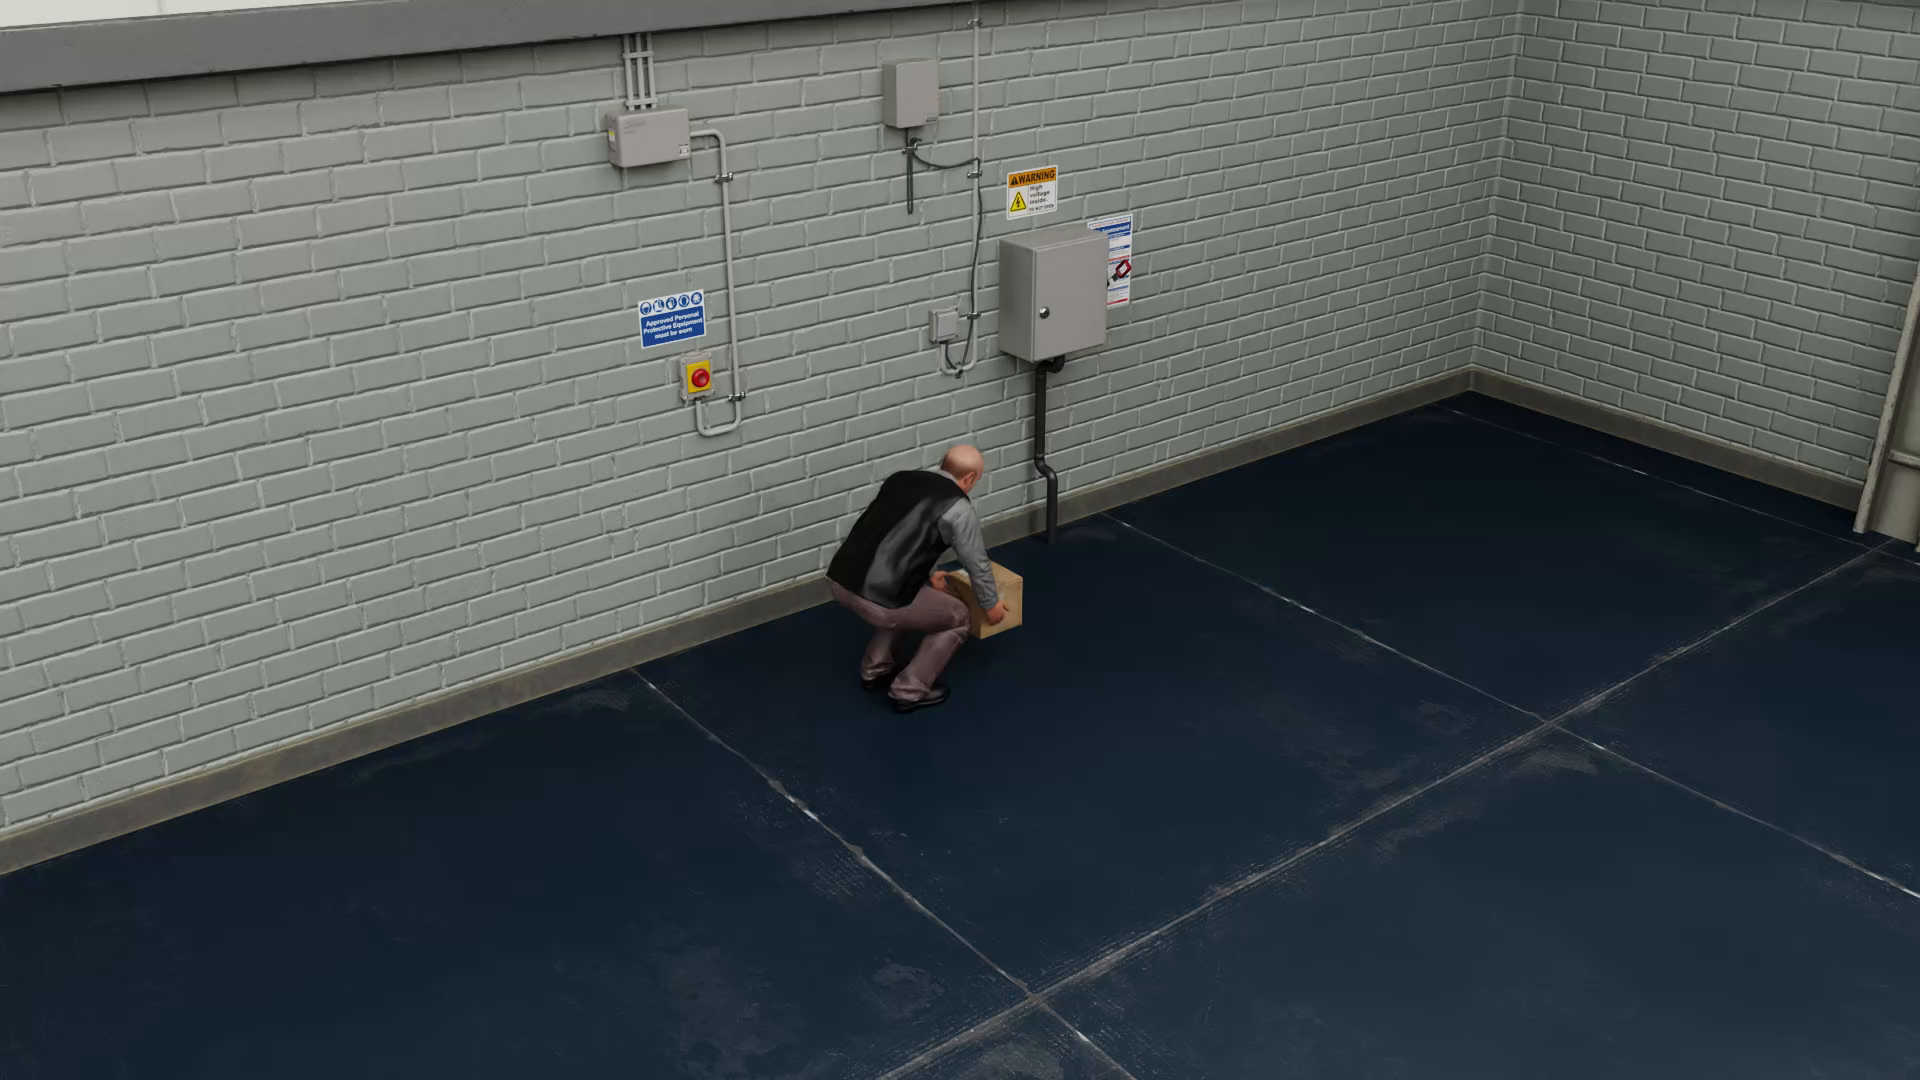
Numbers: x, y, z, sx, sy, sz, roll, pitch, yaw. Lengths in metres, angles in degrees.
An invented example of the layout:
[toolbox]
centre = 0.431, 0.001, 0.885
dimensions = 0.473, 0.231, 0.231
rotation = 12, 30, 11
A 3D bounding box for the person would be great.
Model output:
[person]
centre = -0.216, 0.163, 7.526
dimensions = 0.824, 1.104, 0.560
rotation = -18, 30, -34
